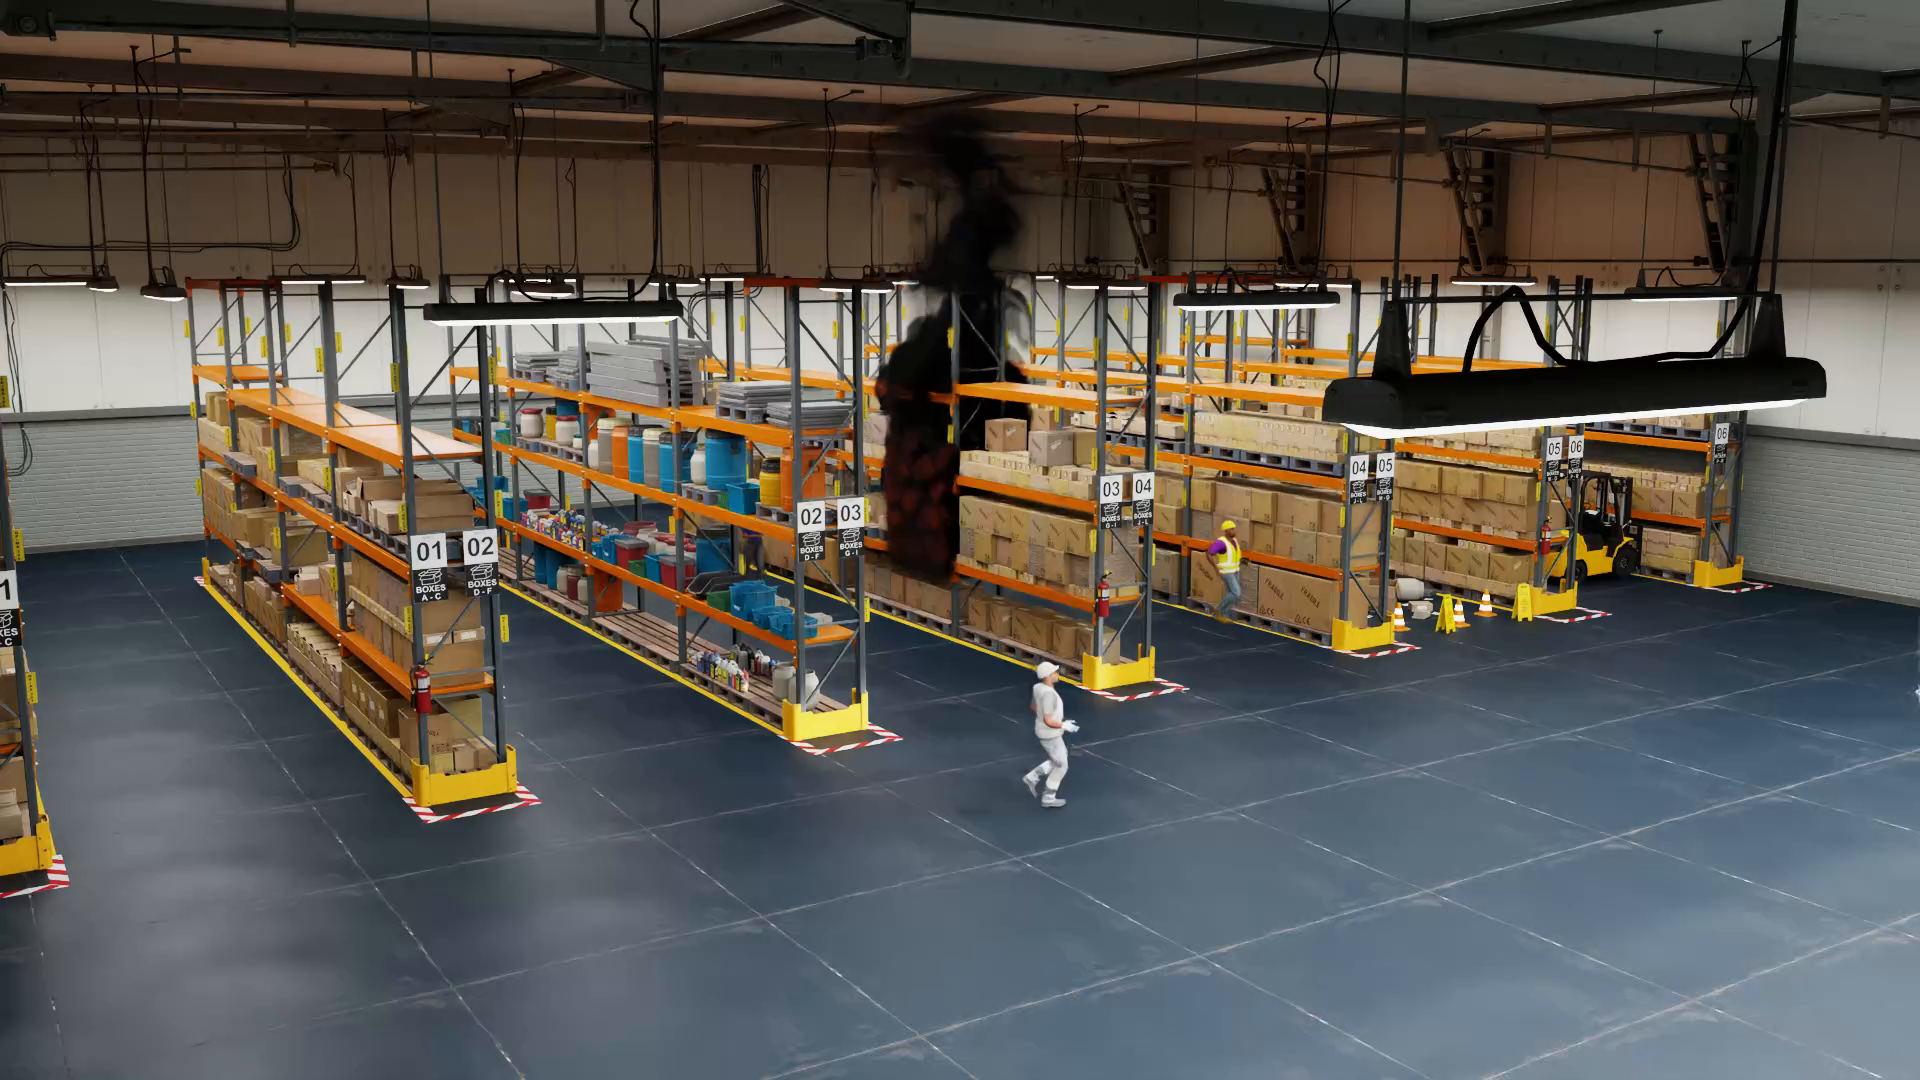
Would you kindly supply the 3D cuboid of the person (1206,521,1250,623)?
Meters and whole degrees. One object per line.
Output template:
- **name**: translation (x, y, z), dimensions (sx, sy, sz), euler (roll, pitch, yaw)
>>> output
- **person**: translation (4.529, 0.547, 27.782), dimensions (0.580, 1.737, 0.705), euler (8, 13, 40)

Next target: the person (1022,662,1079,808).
- **person**: translation (1.044, 2.260, 19.339), dimensions (0.614, 1.738, 0.652), euler (-1, 10, -8)

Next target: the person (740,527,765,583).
- **person**: translation (-3.750, 0.202, 30.254), dimensions (0.526, 1.737, 0.780), euler (-8, 12, -39)
